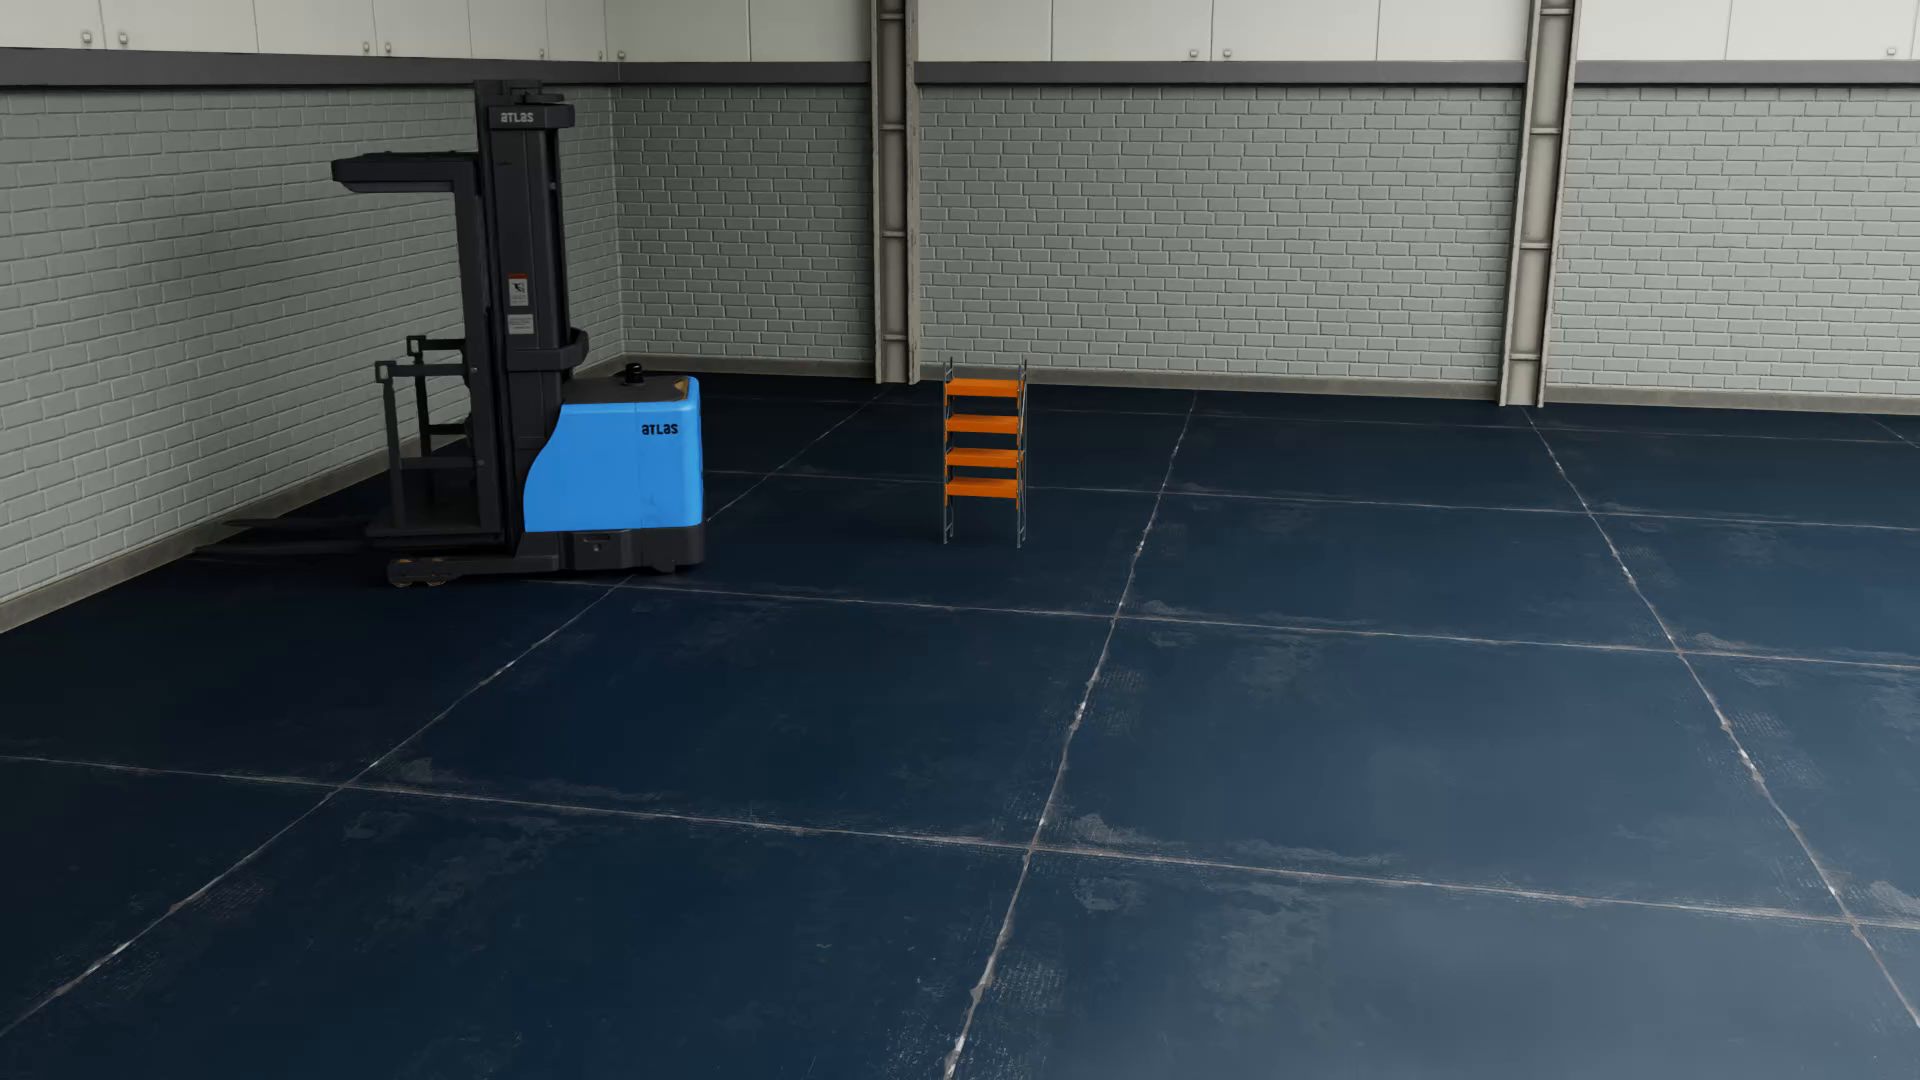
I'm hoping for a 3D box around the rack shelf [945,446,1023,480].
[{"bbox_3d":[13.656,-0.373,7.828,28.088,1.490,0.597,3,16,11],"label":"rack shelf"}]

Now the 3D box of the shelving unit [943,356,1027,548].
[{"bbox_3d":[13.650,-0.152,7.890,28.100,1.949,0.597,3,16,11],"label":"shelving unit"}]

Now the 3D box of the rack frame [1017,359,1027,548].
[{"bbox_3d":[0.401,-0.556,10.753,0.015,1.200,0.240,3,16,11],"label":"rack frame"}]

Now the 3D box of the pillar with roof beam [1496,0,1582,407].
[{"bbox_3d":[4.397,-4.493,10.357,0.400,9.000,9.100,3,16,11],"label":"pillar with roof beam"}]

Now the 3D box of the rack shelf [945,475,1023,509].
[{"bbox_3d":[0.162,-0.313,10.871,0.480,0.148,0.258,3,16,11],"label":"rack shelf"}]

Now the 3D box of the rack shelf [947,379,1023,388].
[{"bbox_3d":[0.162,-0.986,10.685,0.457,0.050,0.221,3,16,11],"label":"rack shelf"}]

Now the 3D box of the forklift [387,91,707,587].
[{"bbox_3d":[-2.591,-1.267,10.196,1.939,2.867,1.129,-2,16,-7],"label":"forklift"}]

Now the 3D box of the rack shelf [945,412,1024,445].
[{"bbox_3d":[0.162,-0.720,10.758,0.480,0.148,0.258,3,16,11],"label":"rack shelf"}]

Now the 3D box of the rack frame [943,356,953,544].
[{"bbox_3d":[-0.077,-0.582,10.847,0.015,1.200,0.240,3,16,11],"label":"rack frame"}]
